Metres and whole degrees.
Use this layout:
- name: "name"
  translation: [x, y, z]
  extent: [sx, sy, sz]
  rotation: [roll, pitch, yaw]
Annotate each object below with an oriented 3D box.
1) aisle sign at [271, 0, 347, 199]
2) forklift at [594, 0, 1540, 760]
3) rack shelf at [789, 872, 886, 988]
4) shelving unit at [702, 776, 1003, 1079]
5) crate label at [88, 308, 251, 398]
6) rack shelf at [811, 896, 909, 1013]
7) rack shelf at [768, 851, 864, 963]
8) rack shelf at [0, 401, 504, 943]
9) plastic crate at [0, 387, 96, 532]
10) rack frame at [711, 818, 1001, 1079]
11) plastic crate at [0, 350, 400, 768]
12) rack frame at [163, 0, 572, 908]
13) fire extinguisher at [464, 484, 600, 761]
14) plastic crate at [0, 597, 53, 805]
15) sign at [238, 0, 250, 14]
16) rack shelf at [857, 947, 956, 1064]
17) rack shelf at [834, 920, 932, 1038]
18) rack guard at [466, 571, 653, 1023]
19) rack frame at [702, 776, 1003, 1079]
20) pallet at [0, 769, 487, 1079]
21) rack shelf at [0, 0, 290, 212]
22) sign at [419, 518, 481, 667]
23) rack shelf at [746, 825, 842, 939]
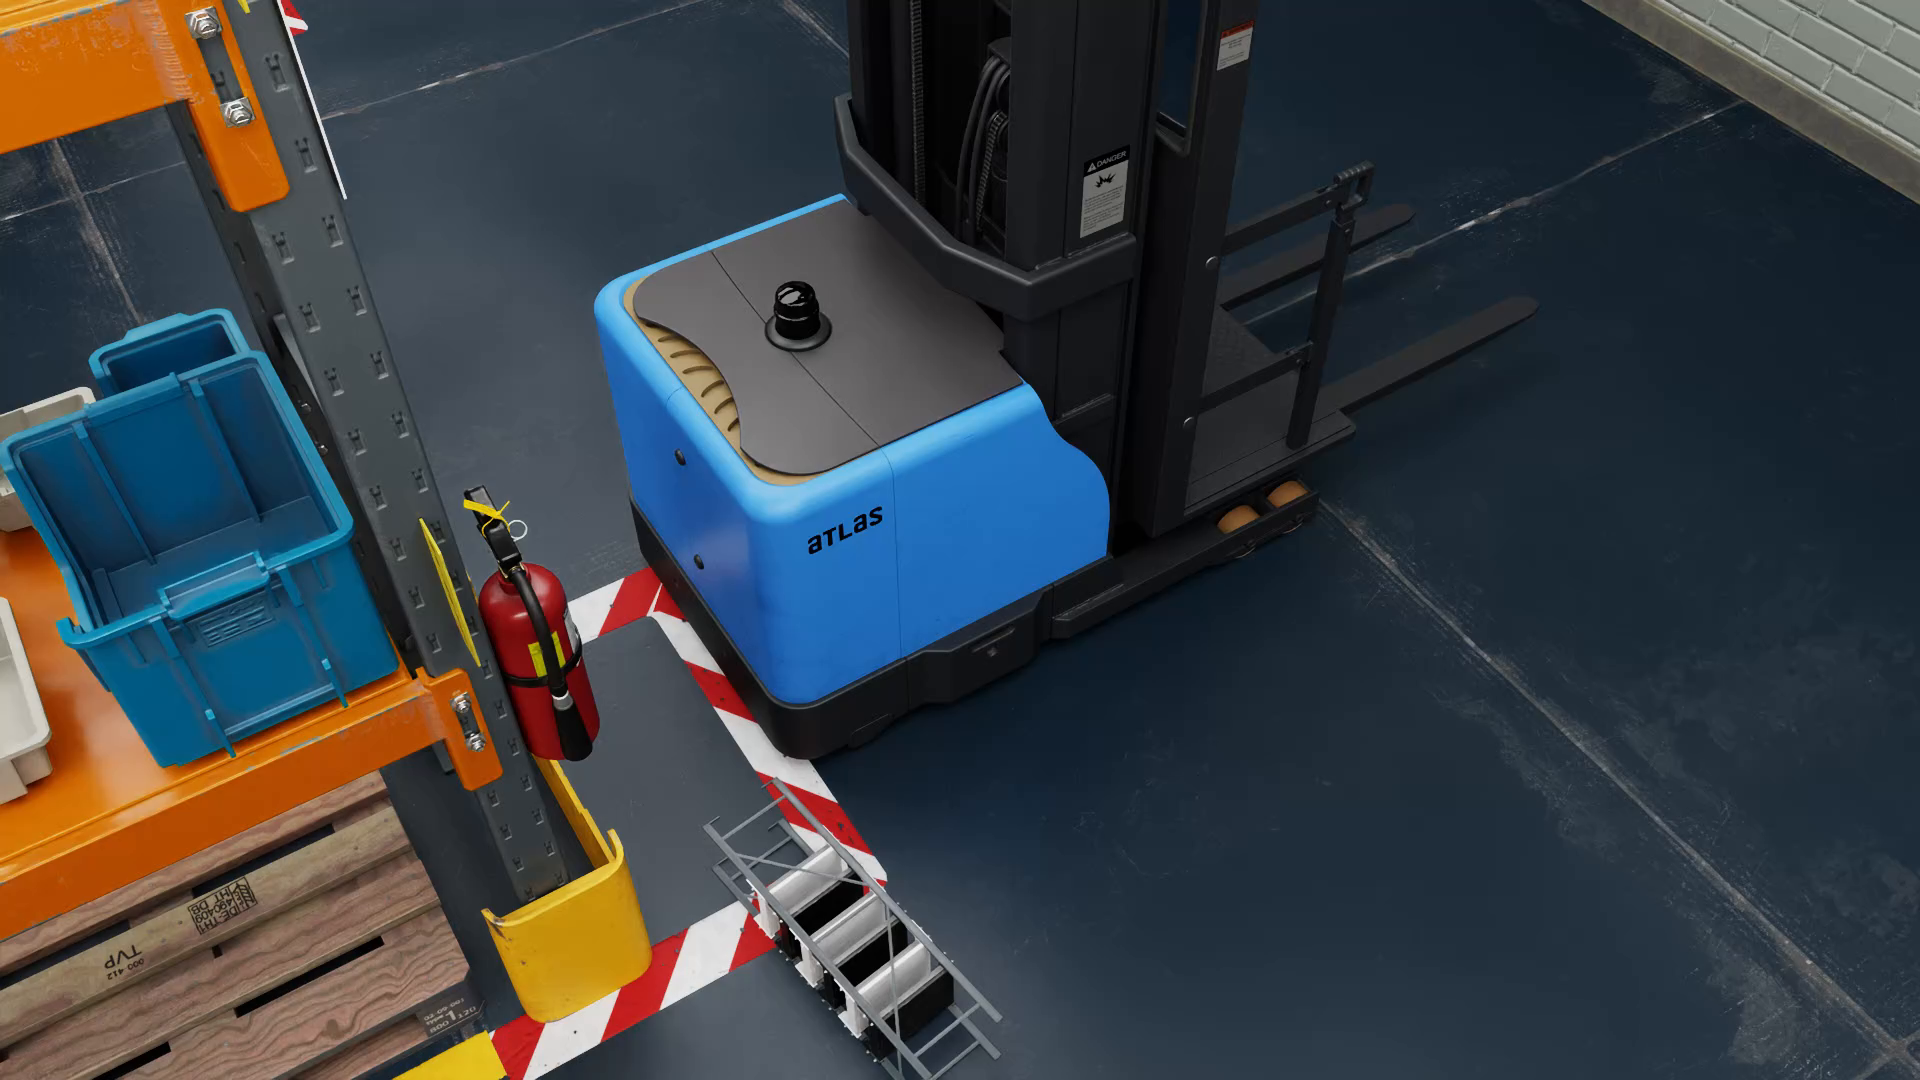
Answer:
- name: "aisle sign"
  translation: [-1.022, -0.895, 2.298]
  extent: [0.004, 0.787, 0.394]
  rotation: [-25, 53, -21]
- name: "forklift"
  translation: [0.526, -1.227, 4.380]
  extent: [3.031, 2.935, 1.130]
  rotation: [-26, 53, -21]
- name: "rack shelf"
  translation: [-0.304, 0.990, 4.224]
  extent: [0.258, 0.200, 0.077]
  rotation: [-33, 56, -26]
- name: "shelving unit"
  translation: [-0.283, 1.009, 4.208]
  extent: [0.258, 0.210, 0.900]
  rotation: [-33, 56, -26]
- name: "crate label"
  translation: [-1.623, -0.260, 3.545]
  extent: [0.303, 0.233, 0.416]
  rotation: [-25, 53, -21]
- name: "rack shelf"
  translation: [-0.246, 1.041, 4.179]
  extent: [0.258, 0.200, 0.077]
  rotation: [-33, 56, -26]
- name: "rack shelf"
  translation: [-0.363, 0.939, 4.270]
  extent: [0.258, 0.200, 0.077]
  rotation: [-33, 56, -26]
- name: "rack shelf"
  translation: [-2.930, 0.850, 2.967]
  extent: [4.000, 0.370, 1.077]
  rotation: [-25, 53, -21]
- name: "plastic crate"
  translation: [-1.939, -0.153, 3.514]
  extent: [0.298, 0.136, 0.250]
  rotation: [-25, 53, -21]
- name: "rack frame"
  translation: [-0.283, 1.076, 4.283]
  extent: [0.240, 0.006, 0.900]
  rotation: [-33, 56, -26]
- name: "plastic crate"
  translation: [-1.422, 0.033, 3.148]
  extent: [0.499, 0.435, 0.616]
  rotation: [-25, 53, -21]
- name: "rack frame"
  translation: [-1.239, -0.187, 3.408]
  extent: [0.127, 3.000, 1.000]
  rotation: [-25, 53, -21]
- name: "fire extinguisher"
  translation: [-0.869, 0.190, 3.374]
  extent: [0.183, 0.674, 0.296]
  rotation: [-25, 53, -21]
- name: "plastic crate"
  translation: [-1.832, 0.320, 3.092]
  extent: [0.243, 0.136, 0.396]
  rotation: [-25, 53, -21]
- name: "sign"
  translation: [-0.932, -0.808, 2.023]
  extent: [0.005, 0.325, 0.100]
  rotation: [-25, 53, -21]
- name: "rack shelf"
  translation: [-0.128, 1.143, 4.088]
  extent: [0.258, 0.200, 0.077]
  rotation: [-33, 56, -26]
- name: "rack shelf"
  translation: [-0.187, 1.092, 4.134]
  extent: [0.258, 0.200, 0.077]
  rotation: [-33, 56, -26]
- name: "rack guard"
  translation: [-1.225, 0.627, 4.357]
  extent: [0.348, 0.500, 1.175]
  rotation: [-25, 53, -21]
- name: "rack frame"
  translation: [-0.283, 0.941, 4.132]
  extent: [0.240, 0.006, 0.900]
  rotation: [-33, 56, -26]
- name: "pallet"
  translation: [-1.957, 1.045, 4.178]
  extent: [1.213, 0.211, 1.003]
  rotation: [-25, 53, -21]
- name: "rack shelf"
  translation: [-2.930, -0.148, 1.846]
  extent: [4.000, 0.370, 1.077]
  rotation: [-25, 53, -21]
- name: "sign"
  translation: [-0.932, 0.100, 3.043]
  extent: [0.005, 0.325, 0.100]
  rotation: [-25, 53, -21]
- name: "rack shelf"
  translation: [-0.422, 0.888, 4.315]
  extent: [0.258, 0.200, 0.077]
  rotation: [-33, 56, -26]
